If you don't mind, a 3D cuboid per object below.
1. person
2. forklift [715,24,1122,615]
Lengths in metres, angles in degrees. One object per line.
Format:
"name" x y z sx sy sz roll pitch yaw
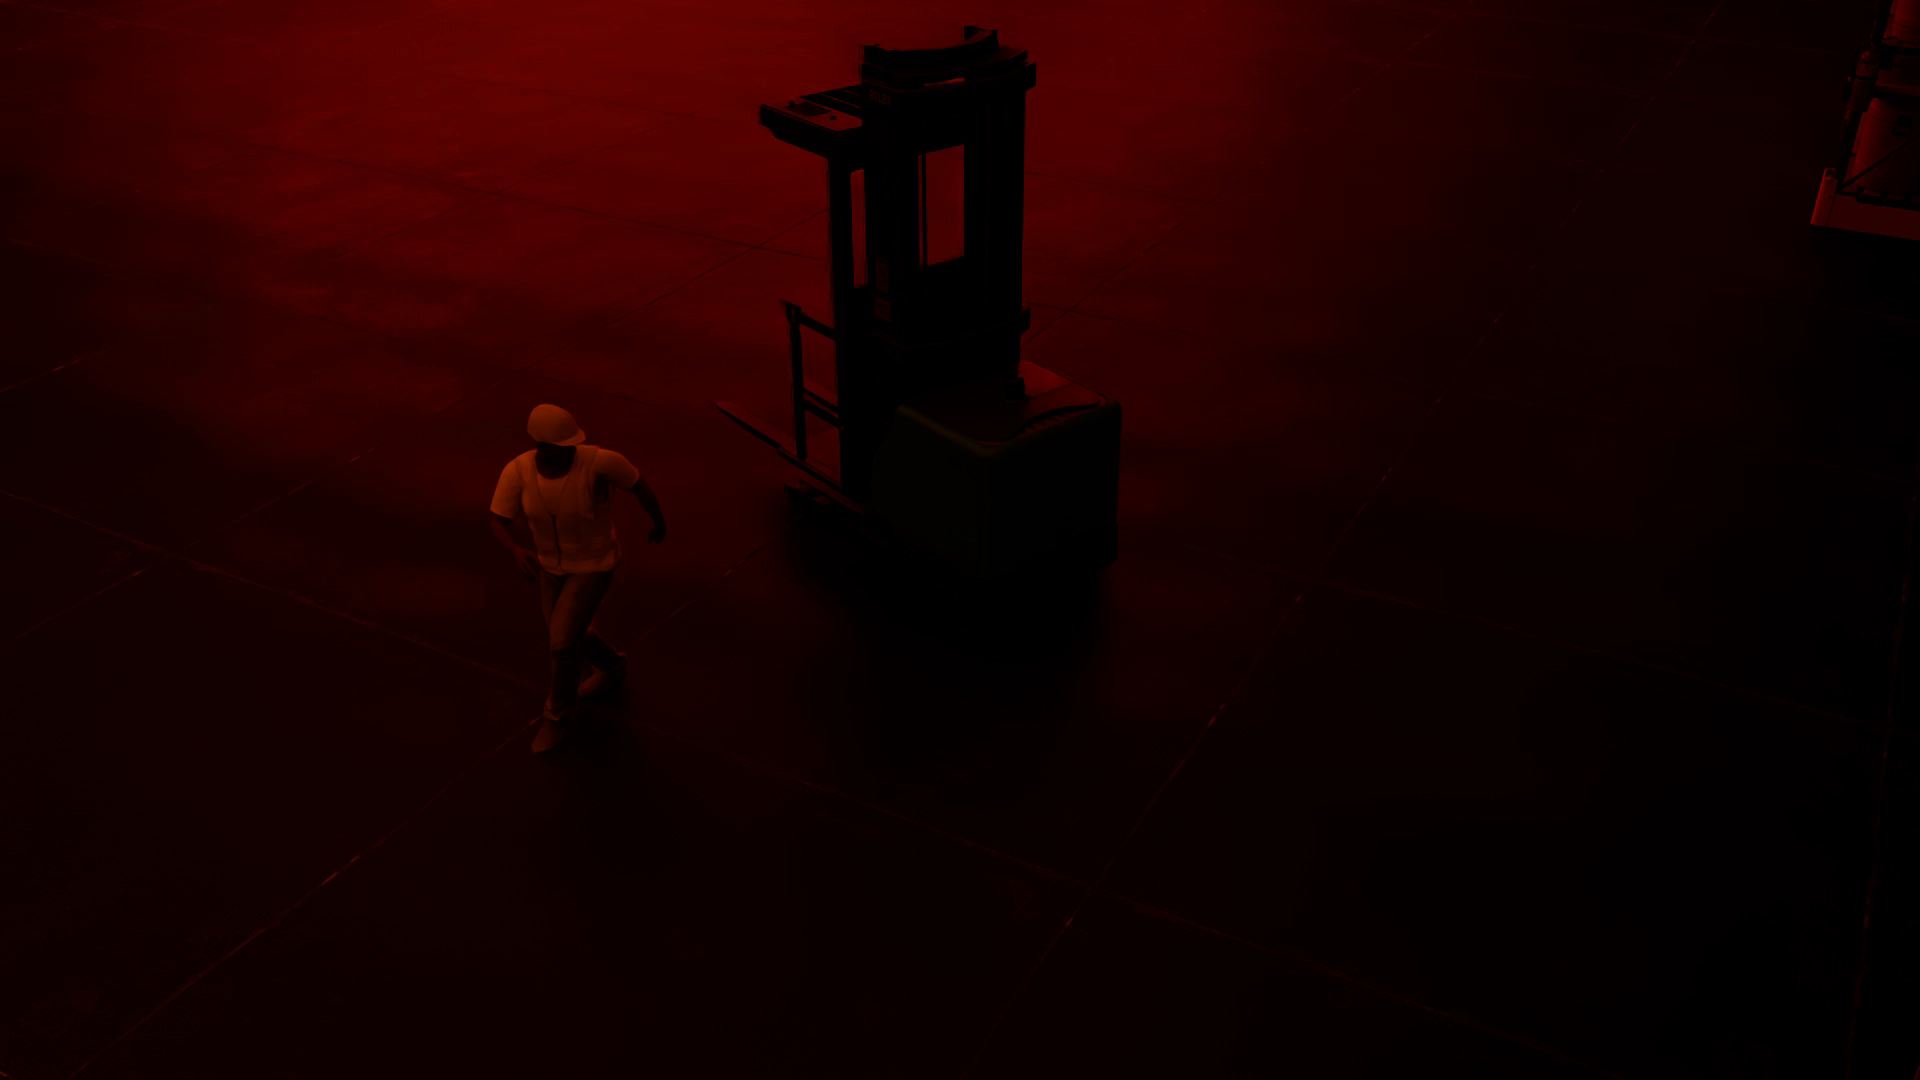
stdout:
"person" -1.911 0.120 8.140 0.604 1.738 0.936 14 33 23
"forklift" -0.416 -1.518 9.702 1.130 2.935 3.031 -23 37 -34
